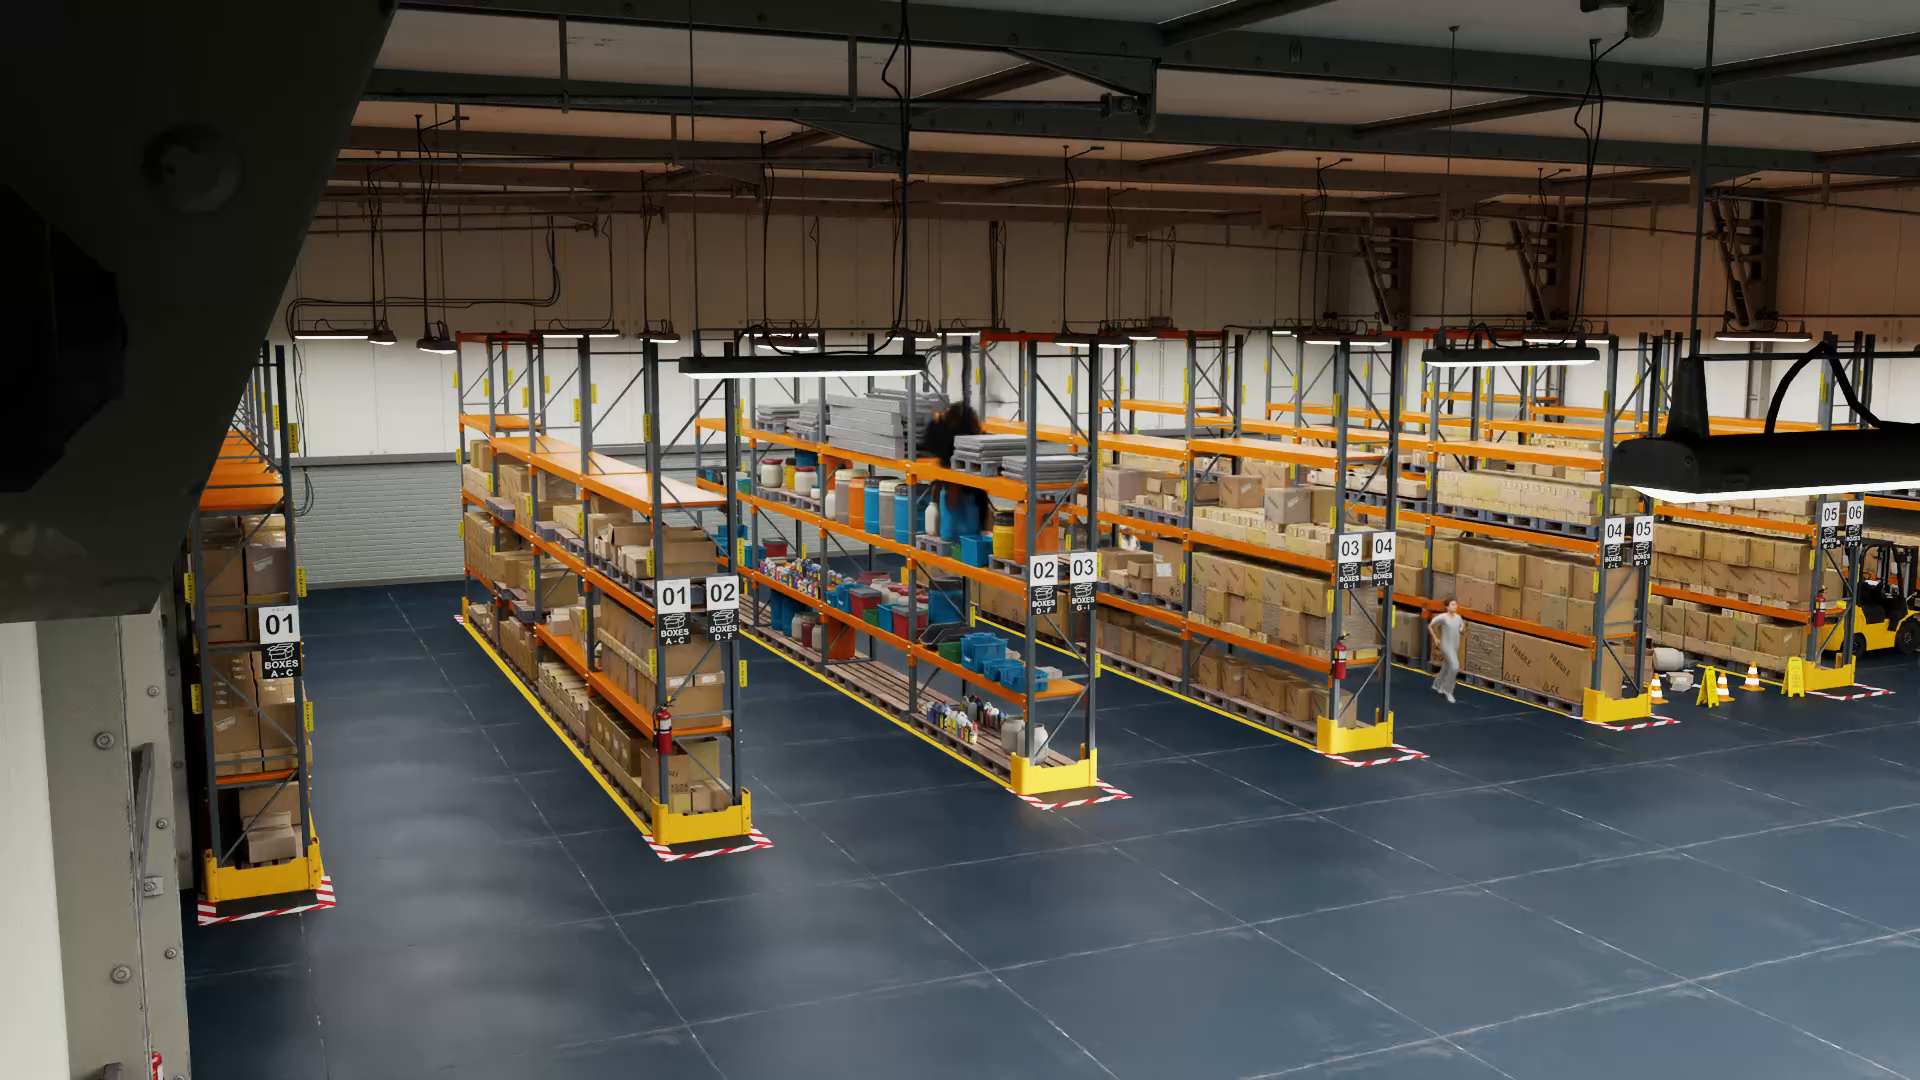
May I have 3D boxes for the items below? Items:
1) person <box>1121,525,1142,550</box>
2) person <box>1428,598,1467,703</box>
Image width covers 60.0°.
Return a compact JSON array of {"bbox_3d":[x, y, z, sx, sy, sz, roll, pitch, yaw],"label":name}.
[{"bbox_3d":[3.702,0.510,36.709,0.647,1.788,0.871,-2,8,-17],"label":"person"},{"bbox_3d":[8.081,1.807,27.495,0.531,1.720,0.738,-5,9,-30],"label":"person"}]
